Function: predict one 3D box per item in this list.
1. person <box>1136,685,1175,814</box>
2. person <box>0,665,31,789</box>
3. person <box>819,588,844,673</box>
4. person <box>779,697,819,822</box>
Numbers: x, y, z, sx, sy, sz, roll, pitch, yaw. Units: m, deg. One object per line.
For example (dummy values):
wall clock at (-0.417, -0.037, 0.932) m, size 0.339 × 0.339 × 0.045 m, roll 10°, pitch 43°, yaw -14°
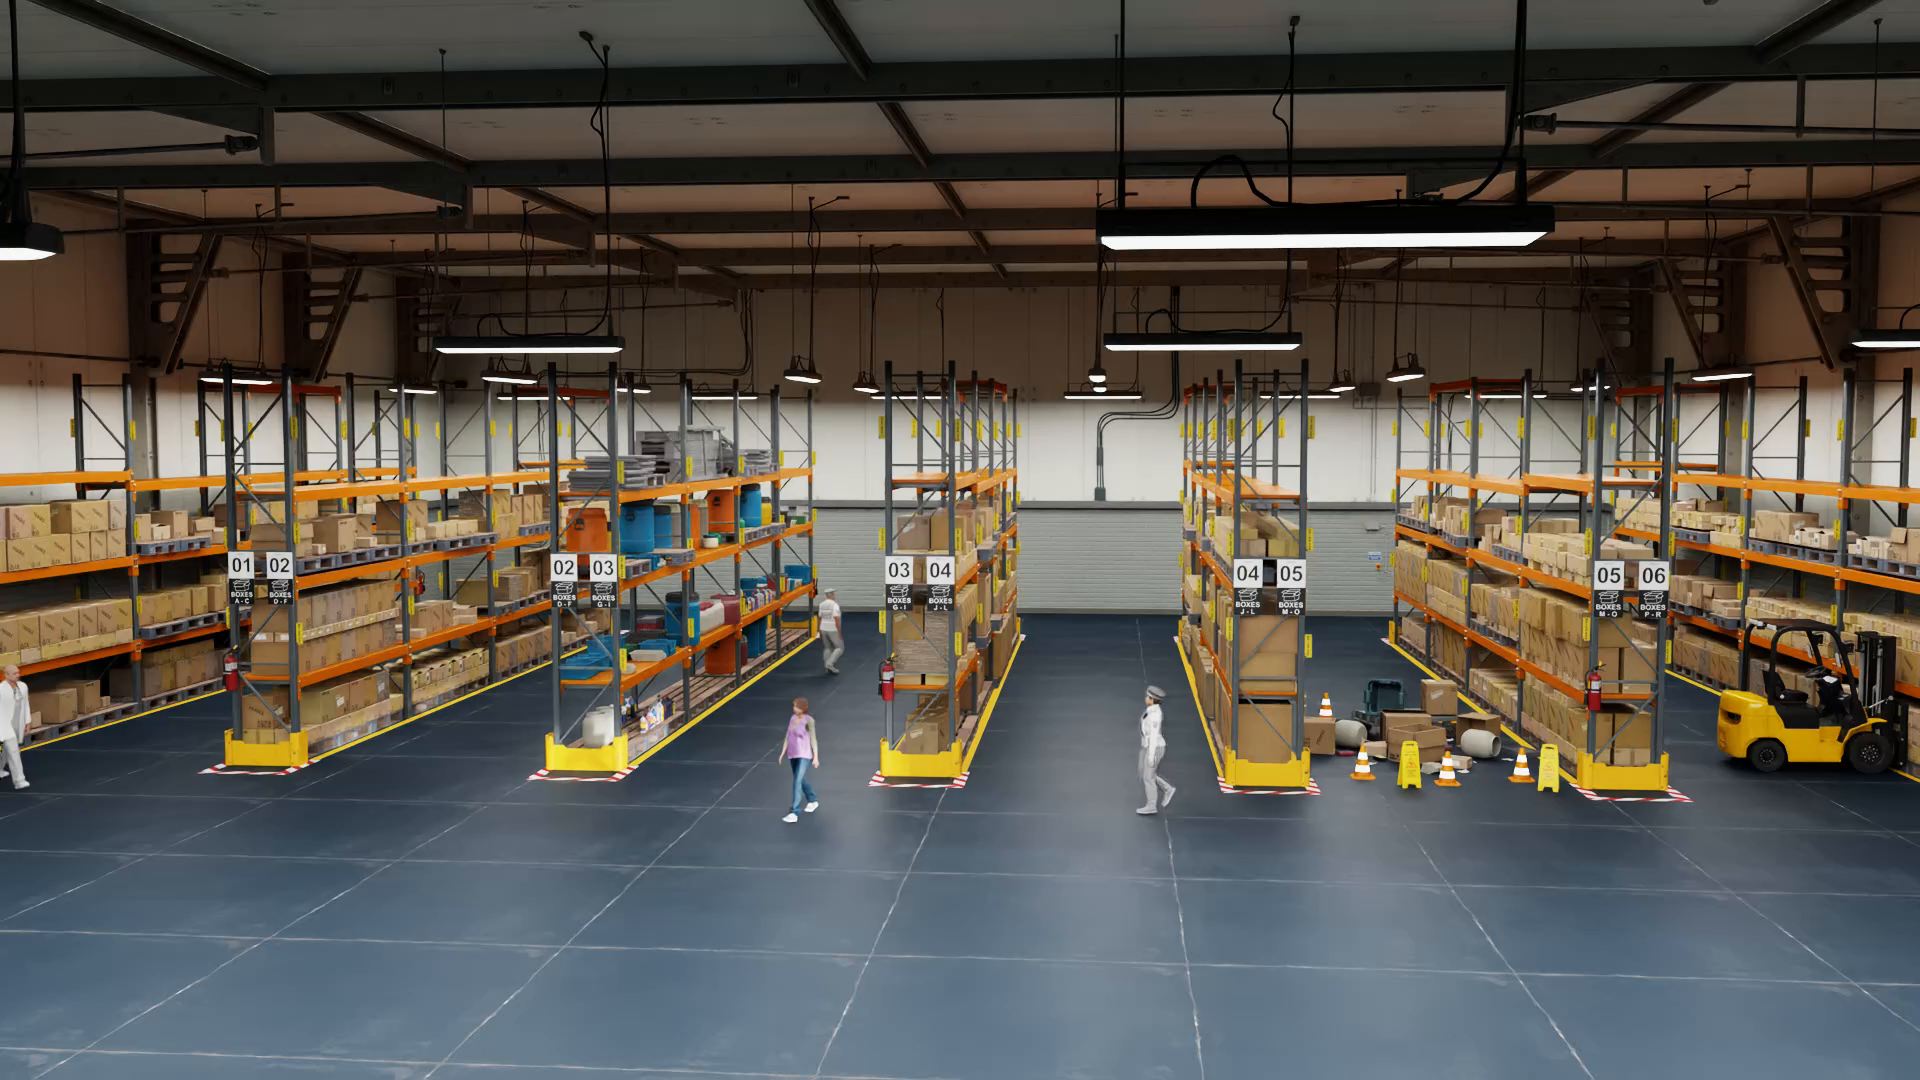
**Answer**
person at (2.543, 2.722, 21.665) m, size 0.512 × 1.679 × 0.461 m, roll -1°, pitch 4°, yaw -9°
person at (-13.394, 2.603, 23.405) m, size 1.187 × 1.722 × 0.608 m, roll 2°, pitch 4°, yaw 27°
person at (-2.690, 1.878, 34.210) m, size 0.573 × 1.758 × 0.516 m, roll 3°, pitch 5°, yaw 40°
person at (-2.078, 2.816, 21.502) m, size 0.433 × 1.545 × 0.844 m, roll 4°, pitch 5°, yaw 43°
